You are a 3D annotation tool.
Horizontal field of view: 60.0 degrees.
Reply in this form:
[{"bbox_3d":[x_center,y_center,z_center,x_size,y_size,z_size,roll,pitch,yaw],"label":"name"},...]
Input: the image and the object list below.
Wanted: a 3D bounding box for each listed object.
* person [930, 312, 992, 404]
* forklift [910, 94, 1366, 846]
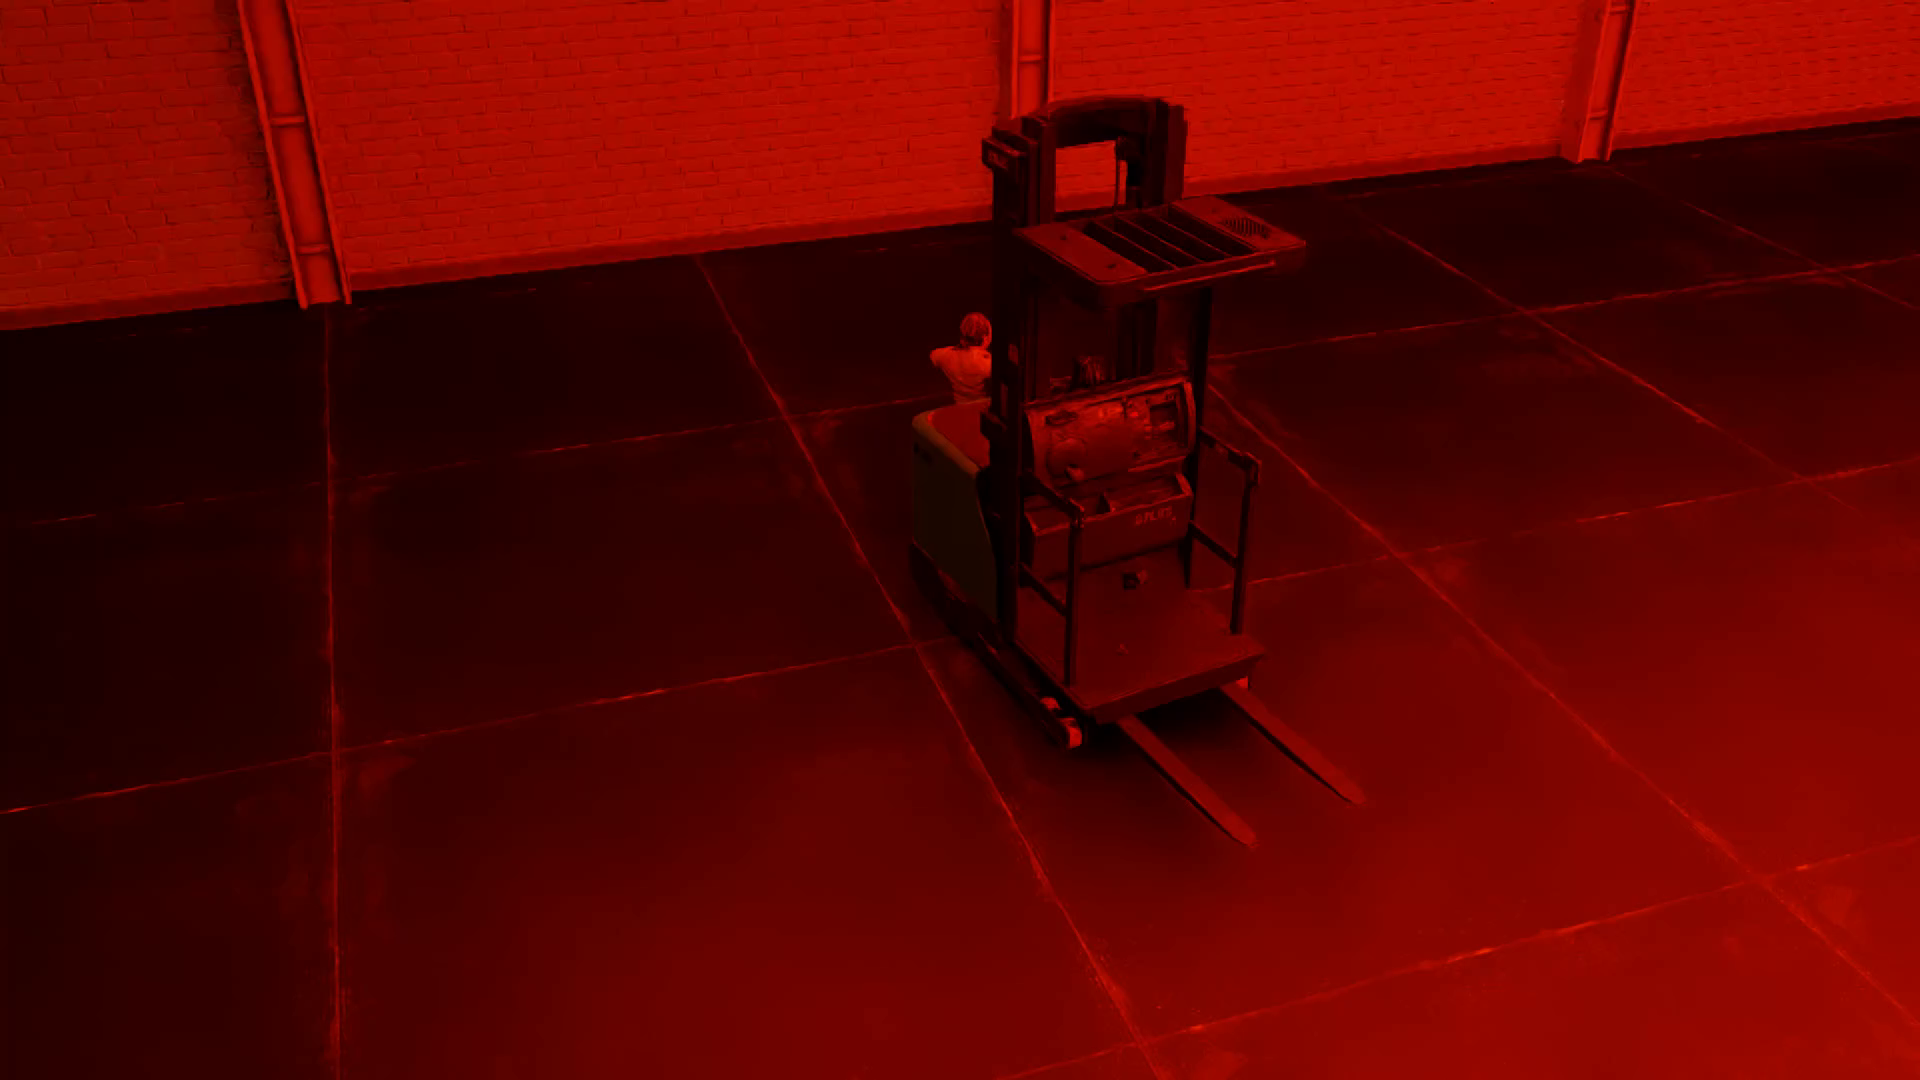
[{"bbox_3d":[0.301,-0.740,9.890,1.009,1.406,0.788,20,36,31],"label":"person"},{"bbox_3d":[0.846,-0.491,7.940,1.130,2.935,3.031,-15,33,-24],"label":"forklift"}]
